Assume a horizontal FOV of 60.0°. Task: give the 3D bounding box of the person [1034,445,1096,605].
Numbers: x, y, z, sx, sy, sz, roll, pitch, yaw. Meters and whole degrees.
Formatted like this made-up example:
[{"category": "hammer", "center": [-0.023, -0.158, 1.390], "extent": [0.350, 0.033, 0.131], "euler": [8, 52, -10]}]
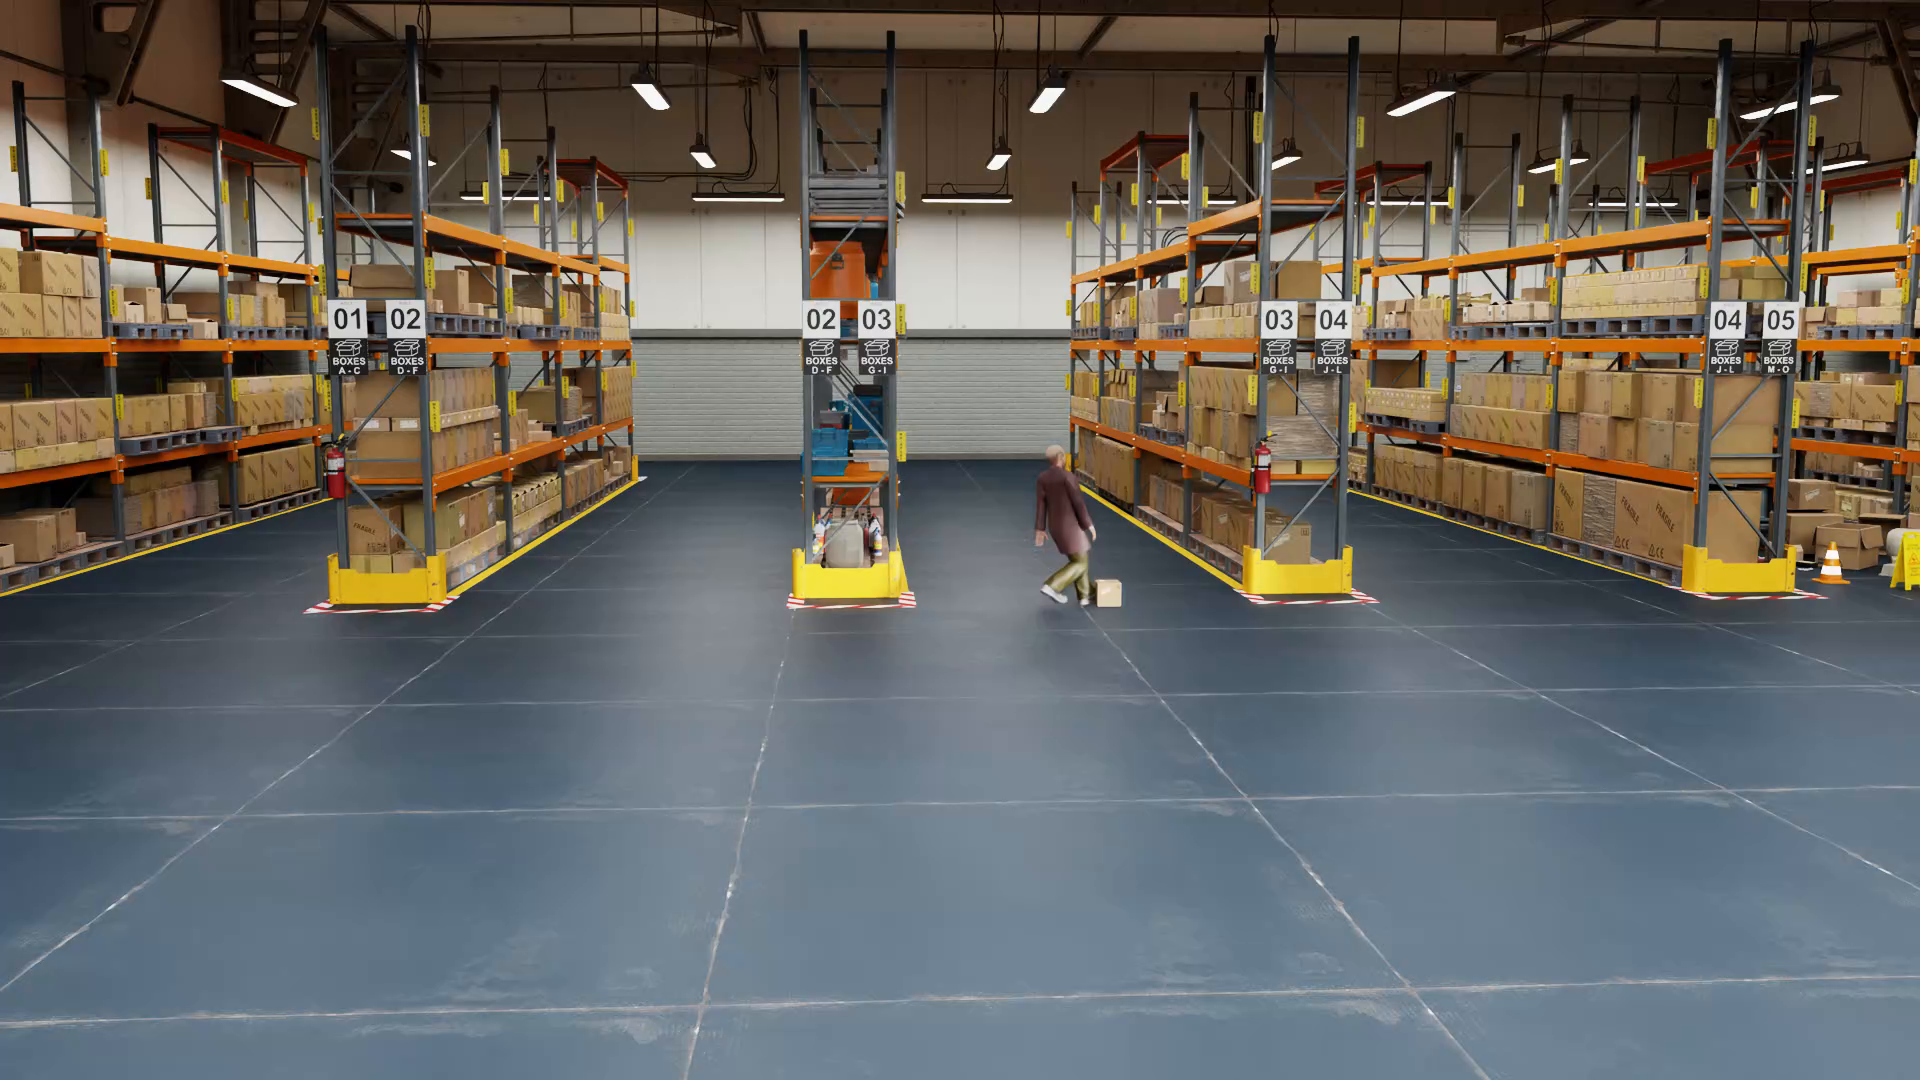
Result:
[{"category": "person", "center": [1.179, -0.143, 17.302], "extent": [0.987, 1.705, 0.647], "euler": [-5, 8, -36]}]
